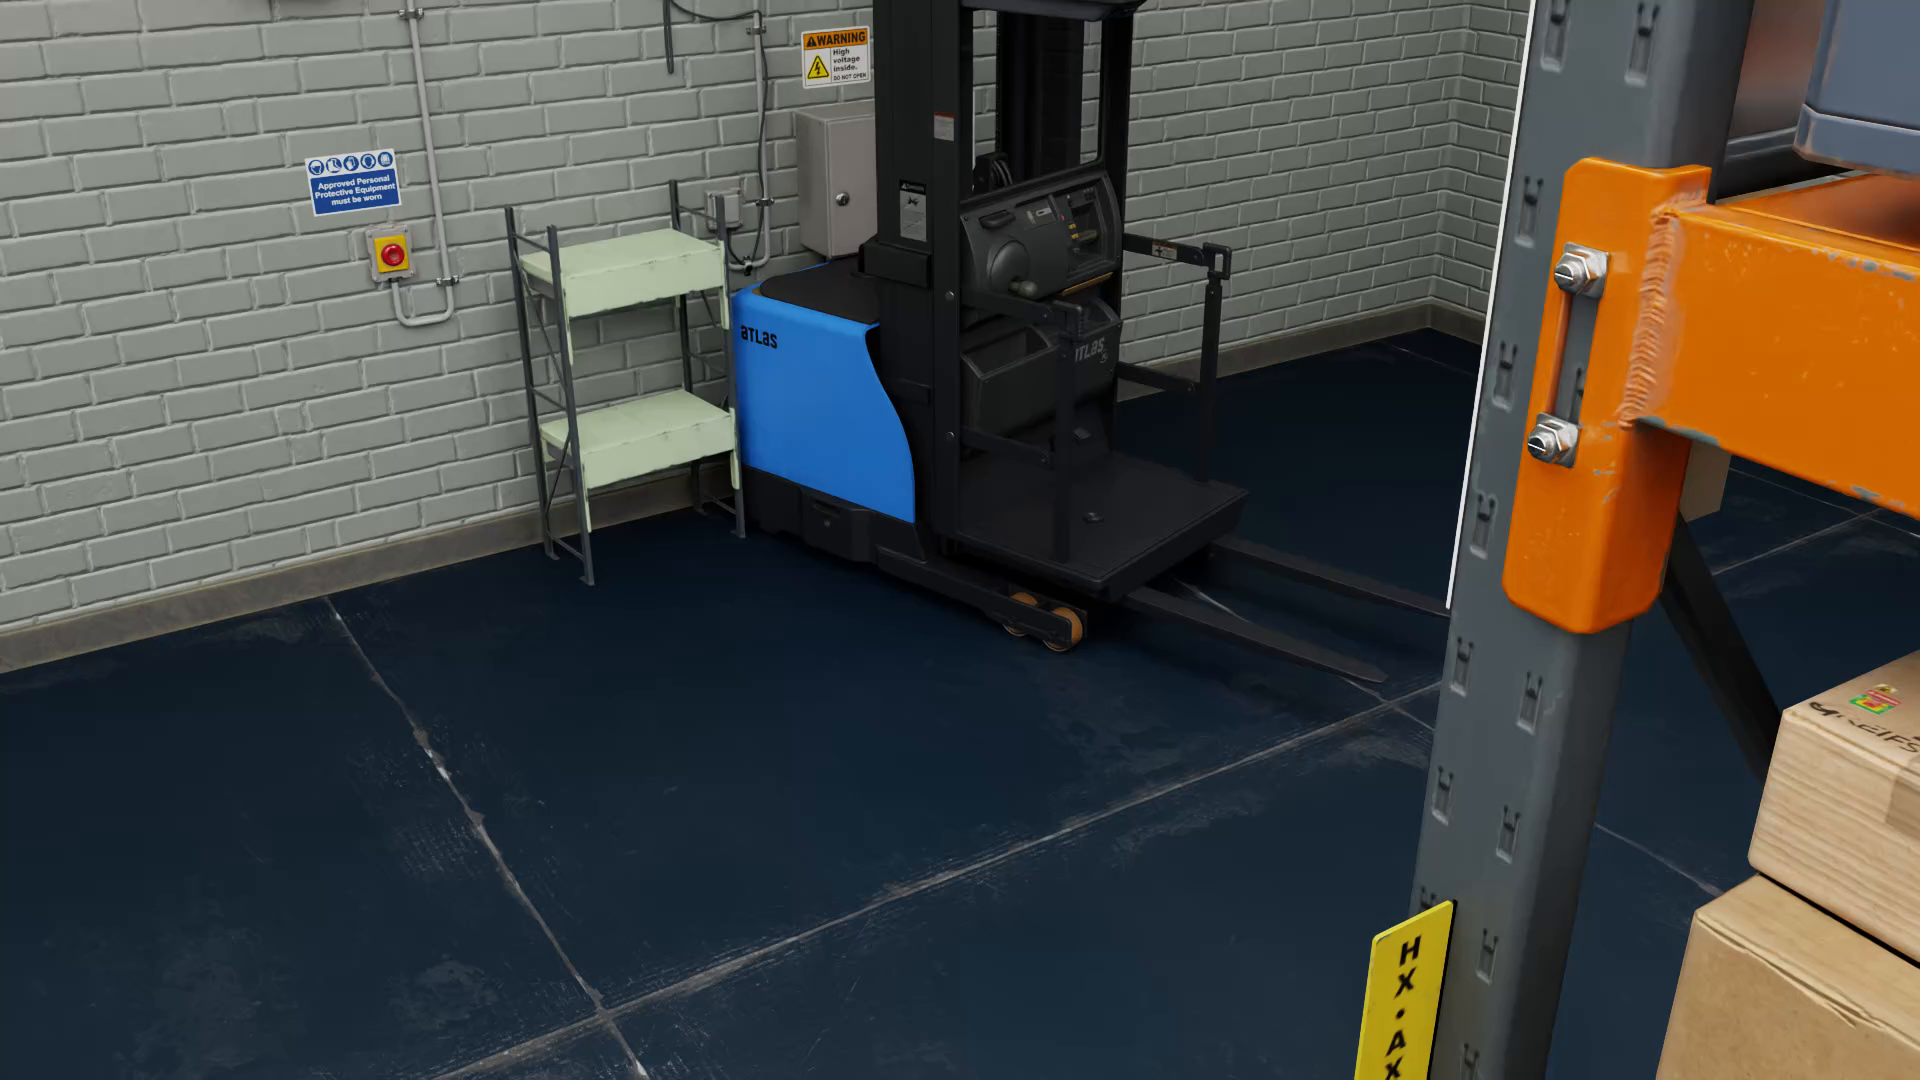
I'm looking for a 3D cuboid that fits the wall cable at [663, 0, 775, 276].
[{"bbox_3d":[-1.033,-2.013,6.810,0.588,1.984,0.122,-16,29,-30],"label":"wall cable"}]

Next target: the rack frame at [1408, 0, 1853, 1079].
[{"bbox_3d":[0.885,0.792,2.058,0.949,2.616,0.053,-16,29,-30],"label":"rack frame"}]

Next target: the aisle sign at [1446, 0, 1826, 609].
[{"bbox_3d":[0.600,-0.341,1.413,0.394,0.787,0.004,-16,29,-30],"label":"aisle sign"}]

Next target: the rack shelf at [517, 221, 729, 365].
[{"bbox_3d":[-1.359,-1.008,6.712,0.720,0.370,0.431,-19,31,-35],"label":"rack shelf"}]

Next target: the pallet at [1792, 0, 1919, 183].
[{"bbox_3d":[1.296,-0.261,0.878,1.003,0.211,1.213,-16,29,-30],"label":"pallet"}]

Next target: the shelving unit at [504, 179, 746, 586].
[{"bbox_3d":[-1.358,-0.655,6.878,0.755,1.500,0.431,-19,31,-35],"label":"shelving unit"}]

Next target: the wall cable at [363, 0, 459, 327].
[{"bbox_3d":[-2.215,-1.692,6.094,0.585,1.953,0.123,-16,29,-30],"label":"wall cable"}]

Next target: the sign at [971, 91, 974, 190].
[{"bbox_3d":[-0.075,-1.802,7.665,0.329,0.494,0.001,-16,29,-30],"label":"sign"}]

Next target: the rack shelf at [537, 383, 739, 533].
[{"bbox_3d":[-1.357,-0.359,7.016,0.720,0.370,0.431,-19,31,-35],"label":"rack shelf"}]

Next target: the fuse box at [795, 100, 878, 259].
[{"bbox_3d":[-0.376,-1.073,7.519,0.539,1.711,0.414,-16,29,-30],"label":"fuse box"}]

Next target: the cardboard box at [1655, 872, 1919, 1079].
[{"bbox_3d":[0.906,0.534,1.318,0.500,0.500,0.500,-16,30,-31],"label":"cardboard box"}]

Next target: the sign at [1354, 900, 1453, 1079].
[{"bbox_3d":[0.414,0.493,1.586,0.100,0.325,0.005,-16,29,-30],"label":"sign"}]

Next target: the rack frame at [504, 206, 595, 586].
[{"bbox_3d":[-1.643,-0.556,6.669,0.023,1.500,0.400,-19,31,-35],"label":"rack frame"}]

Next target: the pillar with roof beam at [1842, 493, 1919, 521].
[{"bbox_3d":[0.715,-3.249,3.592,9.100,9.000,0.400,-16,29,-30],"label":"pillar with roof beam"}]

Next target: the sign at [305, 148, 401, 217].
[{"bbox_3d":[-2.289,-1.351,6.282,0.327,0.218,0.001,-16,29,-30],"label":"sign"}]

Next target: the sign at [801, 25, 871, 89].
[{"bbox_3d":[-0.535,-2.091,7.197,0.339,0.242,0.001,-16,29,-30],"label":"sign"}]

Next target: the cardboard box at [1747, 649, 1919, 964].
[{"bbox_3d":[0.844,0.194,1.278,0.380,0.149,0.250,-15,29,-29],"label":"cardboard box"}]

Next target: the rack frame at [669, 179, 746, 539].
[{"bbox_3d":[-1.074,-0.753,7.086,0.023,1.500,0.400,-19,31,-35],"label":"rack frame"}]

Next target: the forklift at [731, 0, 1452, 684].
[{"bbox_3d":[0.486,-1.155,6.263,3.031,2.935,1.130,19,31,35],"label":"forklift"}]
